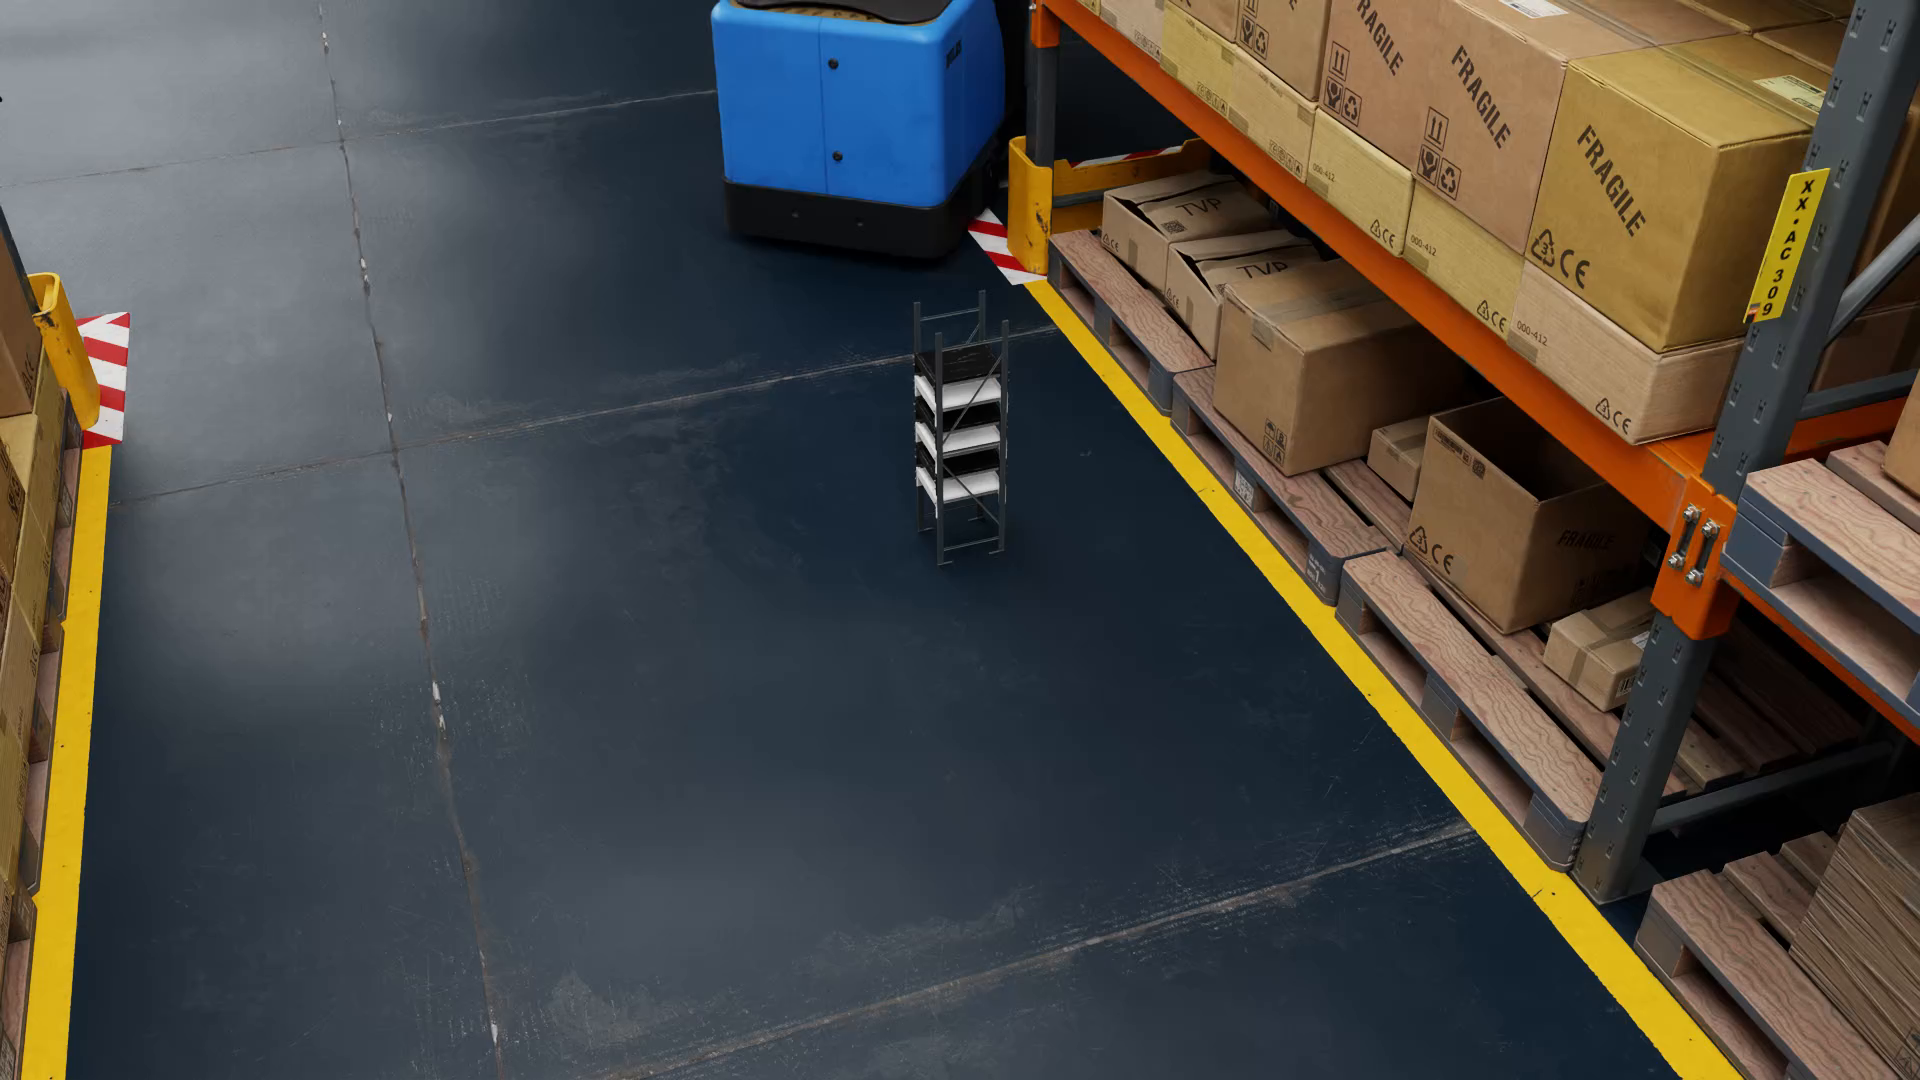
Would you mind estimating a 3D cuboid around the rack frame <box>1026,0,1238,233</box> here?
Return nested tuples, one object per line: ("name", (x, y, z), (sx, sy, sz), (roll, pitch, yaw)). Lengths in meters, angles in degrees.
("rack frame", (0.776, -2.612, 6.724), (1.000, 3.000, 0.127), (-12, 39, -16))

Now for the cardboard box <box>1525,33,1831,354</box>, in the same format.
("cardboard box", (1.699, -0.803, 3.807), (0.500, 0.500, 0.500), (-13, 39, -16))

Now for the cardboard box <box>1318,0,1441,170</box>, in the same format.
("cardboard box", (1.359, -1.370, 4.561), (0.500, 0.500, 0.500), (-14, 39, -17))

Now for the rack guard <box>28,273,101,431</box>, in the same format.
("rack guard", (-3.883, -0.599, 6.130), (1.175, 0.500, 0.348), (-12, 39, -16))

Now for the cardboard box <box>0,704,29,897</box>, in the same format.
("cardboard box", (-2.707, 0.714, 4.245), (0.500, 0.250, 0.500), (-12, 39, -16))

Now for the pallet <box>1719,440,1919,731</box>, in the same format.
("pallet", (2.278, 0.186, 3.169), (1.003, 0.211, 1.213), (-12, 39, -16))

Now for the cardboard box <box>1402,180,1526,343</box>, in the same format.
("cardboard box", (1.541, -0.788, 4.411), (0.500, 0.250, 0.500), (-12, 39, -16))

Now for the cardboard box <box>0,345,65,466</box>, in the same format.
("cardboard box", (-3.412, -0.412, 5.740), (0.500, 0.250, 0.500), (-12, 39, -16))

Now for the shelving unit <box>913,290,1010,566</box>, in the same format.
("shelving unit", (0.003, -0.355, 5.473), (0.258, 0.900, 0.210), (-12, 39, -16))

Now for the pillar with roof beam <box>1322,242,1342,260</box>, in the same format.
("pillar with roof beam", (-2.213, -3.900, 3.449), (9.100, 9.000, 0.400), (-12, 39, -16))

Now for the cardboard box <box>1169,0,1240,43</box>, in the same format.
("cardboard box", (0.990, -1.953, 5.335), (0.500, 0.500, 0.500), (-14, 39, -17))

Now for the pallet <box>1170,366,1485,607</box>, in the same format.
("pallet", (1.464, -0.301, 5.974), (1.003, 0.211, 1.213), (-12, 39, -16))

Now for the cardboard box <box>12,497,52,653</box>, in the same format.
("cardboard box", (-3.055, 0.150, 4.994), (0.500, 0.250, 0.500), (-12, 39, -16))

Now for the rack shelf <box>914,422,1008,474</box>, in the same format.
("rack shelf", (0.003, -0.328, 5.493), (0.258, 0.077, 0.200), (-12, 39, -16))

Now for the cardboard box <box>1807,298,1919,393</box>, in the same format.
("cardboard box", (2.192, -0.610, 4.175), (0.500, 0.250, 0.500), (-12, 39, -15))

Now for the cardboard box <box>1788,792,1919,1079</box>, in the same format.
("cardboard box", (2.421, 0.883, 3.797), (0.700, 0.500, 0.500), (-11, 38, -14))

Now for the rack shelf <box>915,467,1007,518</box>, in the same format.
("rack shelf", (0.003, -0.184, 5.602), (0.258, 0.077, 0.200), (-12, 39, -16))

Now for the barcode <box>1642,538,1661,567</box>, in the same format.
("barcode", (2.141, 0.040, 5.148), (0.001, 0.075, 0.075), (-12, 39, -16))

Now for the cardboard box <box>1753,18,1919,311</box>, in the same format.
("cardboard box", (2.186, -0.909, 3.948), (0.500, 0.500, 0.500), (-13, 39, -17))

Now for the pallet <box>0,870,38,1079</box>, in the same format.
("pallet", (-2.732, 1.331, 3.807), (1.003, 0.211, 1.213), (-12, 39, -16))

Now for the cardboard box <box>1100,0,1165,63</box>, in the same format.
("cardboard box", (0.837, -1.928, 5.925), (0.500, 0.250, 0.500), (-14, 39, -17))

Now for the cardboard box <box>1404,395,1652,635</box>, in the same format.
("cardboard box", (1.757, -0.107, 5.112), (0.500, 0.500, 0.500), (-15, 40, -19))

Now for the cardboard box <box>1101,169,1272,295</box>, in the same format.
("cardboard box", (0.929, -1.304, 6.857), (0.500, 0.311, 0.500), (-17, 40, -21))

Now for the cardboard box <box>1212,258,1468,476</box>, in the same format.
("cardboard box", (1.331, -0.633, 5.809), (0.700, 0.500, 0.500), (-15, 39, -19))

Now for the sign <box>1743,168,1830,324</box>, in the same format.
("sign", (1.645, -0.581, 3.309), (0.100, 0.325, 0.005), (-12, 39, -16))

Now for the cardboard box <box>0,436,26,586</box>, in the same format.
("cardboard box", (-3.052, -0.150, 4.769), (0.500, 0.500, 0.500), (-12, 39, -16))

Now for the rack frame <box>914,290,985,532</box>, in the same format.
("rack frame", (-0.032, -0.412, 5.549), (0.240, 0.900, 0.006), (-12, 39, -16))

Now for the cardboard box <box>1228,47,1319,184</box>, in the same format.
("cardboard box", (1.179, -1.353, 5.161), (0.500, 0.250, 0.500), (-12, 39, -16))

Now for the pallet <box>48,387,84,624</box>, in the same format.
("pallet", (-3.572, -0.047, 5.637), (1.003, 0.211, 1.213), (-12, 39, -16))

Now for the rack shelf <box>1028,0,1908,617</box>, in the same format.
("rack shelf", (1.464, -1.195, 5.441), (1.077, 0.370, 4.000), (-12, 39, -16))

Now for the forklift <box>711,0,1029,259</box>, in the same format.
("forklift", (-0.150, -3.287, 7.677), (1.130, 2.935, 3.031), (10, 38, 13))

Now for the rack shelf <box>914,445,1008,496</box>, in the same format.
("rack shelf", (0.003, -0.256, 5.547), (0.258, 0.077, 0.200), (-12, 39, -16))
